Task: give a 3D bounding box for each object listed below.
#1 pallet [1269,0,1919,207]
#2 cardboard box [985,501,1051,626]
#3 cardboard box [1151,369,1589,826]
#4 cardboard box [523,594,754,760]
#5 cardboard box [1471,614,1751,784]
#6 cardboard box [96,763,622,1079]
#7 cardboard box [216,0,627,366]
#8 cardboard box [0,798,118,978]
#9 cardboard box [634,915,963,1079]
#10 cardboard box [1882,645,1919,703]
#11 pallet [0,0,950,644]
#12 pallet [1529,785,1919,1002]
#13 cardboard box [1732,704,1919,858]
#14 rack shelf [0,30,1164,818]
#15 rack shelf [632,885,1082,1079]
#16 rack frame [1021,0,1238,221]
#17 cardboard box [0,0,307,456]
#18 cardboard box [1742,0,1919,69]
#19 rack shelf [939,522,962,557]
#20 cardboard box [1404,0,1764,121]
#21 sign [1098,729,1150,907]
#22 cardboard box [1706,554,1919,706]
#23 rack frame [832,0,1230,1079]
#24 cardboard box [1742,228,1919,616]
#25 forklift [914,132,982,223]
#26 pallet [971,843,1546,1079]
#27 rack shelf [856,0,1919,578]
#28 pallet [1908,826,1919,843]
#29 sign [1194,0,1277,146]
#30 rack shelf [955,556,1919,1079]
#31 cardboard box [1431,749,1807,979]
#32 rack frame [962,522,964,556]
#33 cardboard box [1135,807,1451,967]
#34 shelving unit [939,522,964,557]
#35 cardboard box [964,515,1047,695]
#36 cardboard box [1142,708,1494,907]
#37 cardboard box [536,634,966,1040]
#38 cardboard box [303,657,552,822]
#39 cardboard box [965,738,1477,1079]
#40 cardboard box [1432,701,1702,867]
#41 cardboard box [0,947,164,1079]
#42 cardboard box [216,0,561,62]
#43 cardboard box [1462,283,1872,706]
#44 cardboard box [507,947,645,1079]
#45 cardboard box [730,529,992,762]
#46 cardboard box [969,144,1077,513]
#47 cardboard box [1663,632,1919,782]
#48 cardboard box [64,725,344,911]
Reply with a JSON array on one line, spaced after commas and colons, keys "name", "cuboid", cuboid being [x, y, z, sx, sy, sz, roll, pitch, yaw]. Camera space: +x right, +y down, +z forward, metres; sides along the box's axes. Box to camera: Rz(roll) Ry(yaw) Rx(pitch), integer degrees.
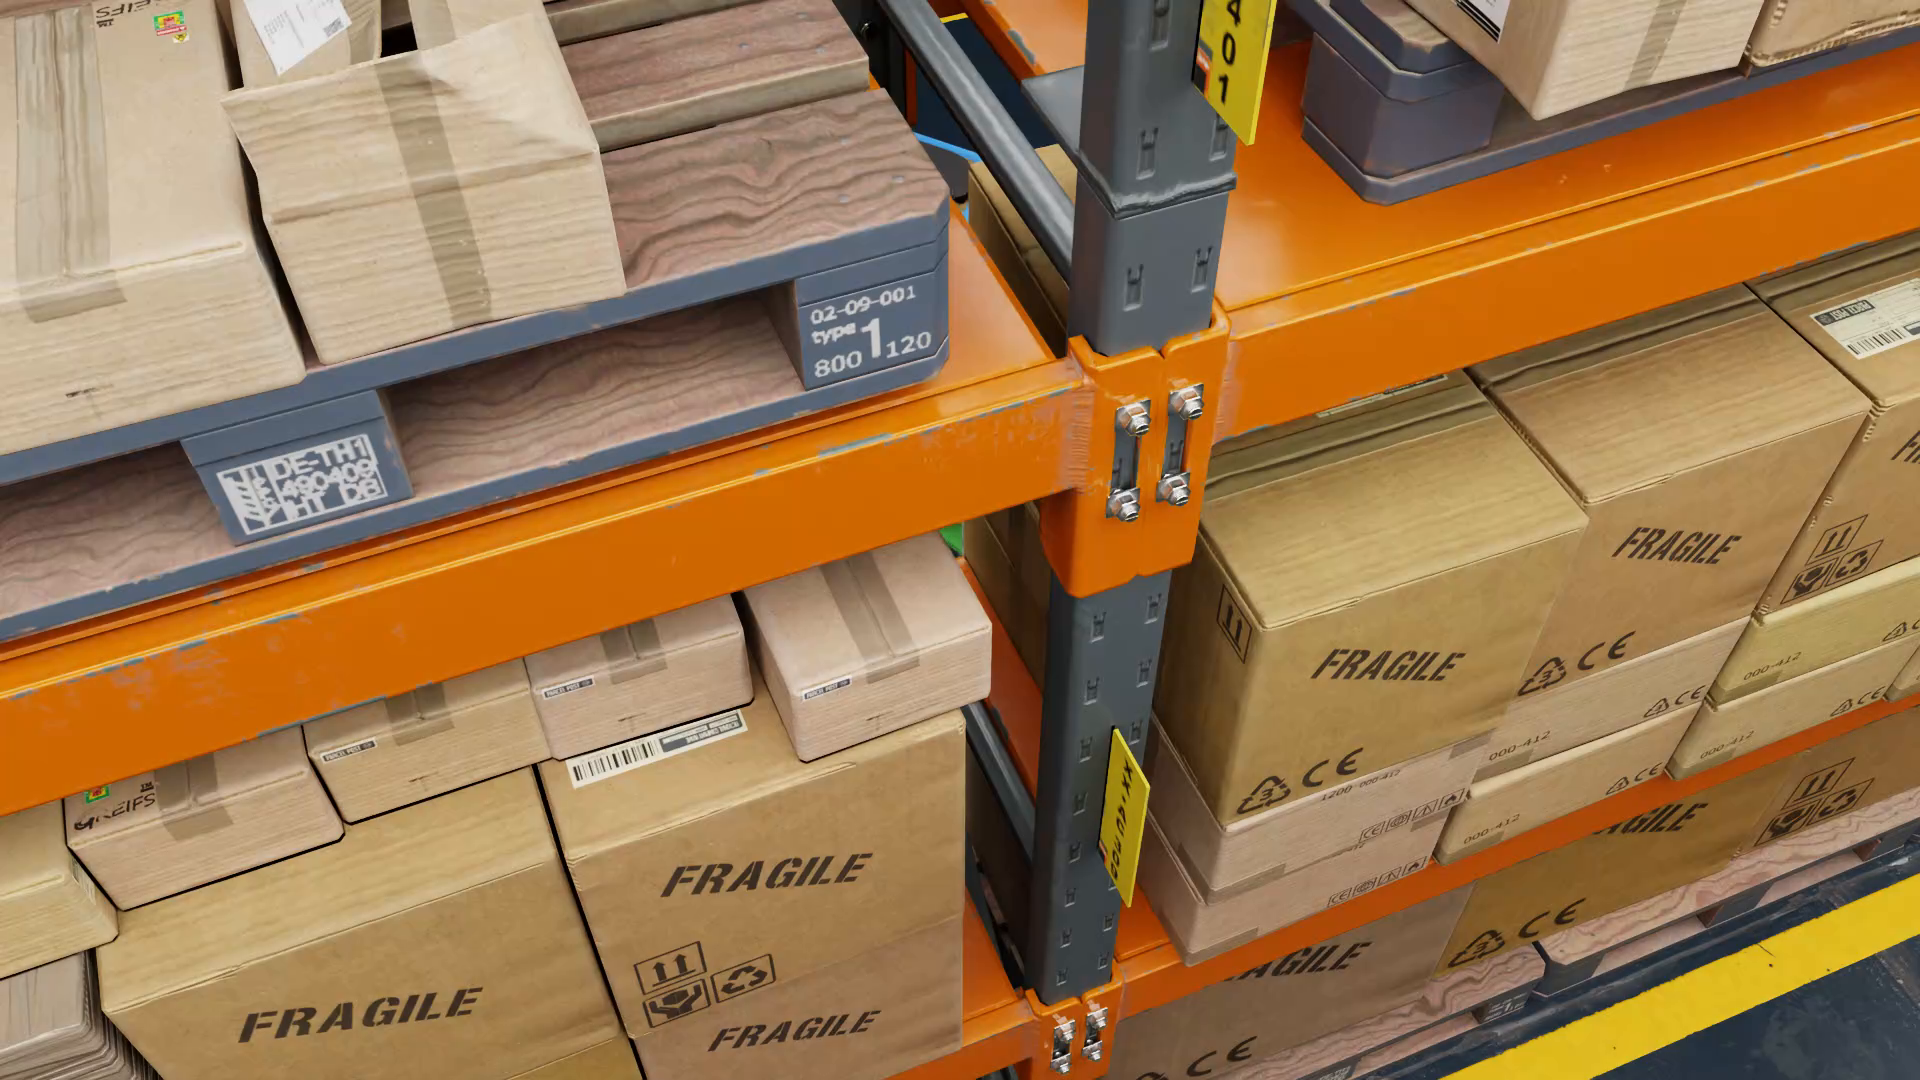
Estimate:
[{"name": "pallet", "cuboid": [0.845, -0.902, 2.197, 1.217, 0.209, 0.805, -19, 52, -16]}, {"name": "cardboard box", "cuboid": [0.331, -0.101, 3.129, 0.500, 0.250, 0.500, -17, 52, -14]}, {"name": "cardboard box", "cuboid": [0.531, 0.028, 2.524, 0.500, 0.500, 0.500, -17, 51, -14]}, {"name": "cardboard box", "cuboid": [-0.435, 0.052, 2.076, 0.250, 0.149, 0.380, -16, 51, -13]}, {"name": "cardboard box", "cuboid": [1.001, 0.099, 2.957, 0.500, 0.250, 0.500, -16, 51, -14]}, {"name": "cardboard box", "cuboid": [-0.790, 0.421, 2.186, 0.500, 0.500, 0.500, -18, 52, -15]}, {"name": "cardboard box", "cuboid": [-0.455, -0.385, 1.372, 0.258, 0.266, 0.396, -16, 51, -13]}, {"name": "cardboard box", "cuboid": [-1.115, 0.299, 1.864, 0.250, 0.149, 0.380, -18, 52, -15]}, {"name": "cardboard box", "cuboid": [-0.318, 0.590, 2.700, 0.500, 0.500, 0.500, -17, 51, -14]}, {"name": "cardboard box", "cuboid": [1.947, -0.004, 3.375, 0.500, 0.250, 0.500, -18, 52, -15]}, {"name": "pallet", "cuboid": [-0.747, -0.411, 1.707, 1.213, 0.211, 1.003, -17, 52, -14]}, {"name": "pallet", "cuboid": [1.832, 0.592, 4.603, 1.213, 0.211, 1.003, -17, 52, -14]}, {"name": "cardboard box", "cuboid": [2.220, 0.111, 4.301, 0.875, 0.875, 0.875, -17, 51, -14]}, {"name": "rack shelf", "cuboid": [-1.837, 0.141, 1.649, 4.000, 0.370, 1.077, -17, 52, -14]}, {"name": "rack shelf", "cuboid": [-1.837, 1.118, 2.787, 4.000, 0.370, 1.077, -17, 52, -14]}, {"name": "rack frame", "cuboid": [0.015, -1.644, 0.730, 0.127, 3.000, 1.000, -17, 52, -14]}, {"name": "cardboard box", "cuboid": [-0.700, -0.271, 1.351, 0.250, 0.149, 0.380, -16, 51, -13]}, {"name": "cardboard box", "cuboid": [0.940, -0.886, 1.713, 0.500, 0.500, 0.500, -18, 52, -15]}, {"name": "rack shelf", "cuboid": [0.107, -0.094, 4.941, 0.258, 0.148, 0.480, 36, 58, 27]}, {"name": "cardboard box", "cuboid": [0.610, -0.658, 1.672, 0.258, 0.266, 0.396, -18, 52, -15]}, {"name": "sign", "cuboid": [0.226, 0.392, 2.313, 0.005, 0.325, 0.100, -17, 52, -14]}, {"name": "cardboard box", "cuboid": [1.478, -0.027, 3.065, 0.500, 0.250, 0.500, -17, 51, -14]}, {"name": "rack frame", "cuboid": [0.015, 0.310, 3.006, 0.127, 3.000, 1.000, -17, 52, -14]}, {"name": "cardboard box", "cuboid": [1.457, -0.280, 2.788, 0.500, 0.500, 0.500, -18, 52, -15]}, {"name": "forklift", "cuboid": [-1.365, -1.542, 4.642, 3.031, 2.935, 1.130, 22, 53, 18]}, {"name": "pallet", "cuboid": [0.701, 0.945, 4.300, 1.213, 0.211, 1.003, -17, 52, -14]}, {"name": "rack shelf", "cuboid": [1.866, -1.006, 2.634, 4.000, 0.370, 1.077, -17, 52, -14]}, {"name": "pallet", "cuboid": [2.959, 0.245, 4.901, 1.213, 0.211, 1.003, -17, 52, -14]}, {"name": "sign", "cuboid": [0.226, -0.472, 1.308, 0.005, 0.325, 0.100, -17, 52, -14]}, {"name": "rack shelf", "cuboid": [1.866, -0.029, 3.772, 4.000, 0.370, 1.077, -17, 52, -14]}, {"name": "cardboard box", "cuboid": [1.392, 0.367, 4.081, 0.875, 0.875, 0.875, -16, 51, -13]}, {"name": "rack frame", "cuboid": [-0.062, -0.159, 4.596, 0.240, 1.200, 0.015, 36, 58, 27]}, {"name": "cardboard box", "cuboid": [0.522, 0.418, 3.012, 0.500, 0.250, 0.500, -18, 52, -15]}, {"name": "shelving unit", "cuboid": [0.107, -0.292, 4.710, 0.258, 1.200, 0.503, 36, 58, 27]}, {"name": "cardboard box", "cuboid": [0.335, 0.053, 3.326, 0.500, 0.250, 0.500, -18, 52, -15]}, {"name": "cardboard box", "cuboid": [0.529, 0.268, 2.812, 0.500, 0.250, 0.500, -19, 52, -15]}, {"name": "cardboard box", "cuboid": [-0.318, 0.281, 2.306, 0.500, 0.500, 0.500, -18, 52, -15]}, {"name": "cardboard box", "cuboid": [-0.670, 0.117, 2.020, 0.250, 0.149, 0.380, -17, 51, -14]}, {"name": "cardboard box", "cuboid": [0.559, 0.632, 3.854, 0.875, 0.875, 0.875, -16, 51, -13]}, {"name": "cardboard box", "cuboid": [1.000, 0.269, 3.141, 0.500, 0.250, 0.500, -18, 52, -15]}, {"name": "cardboard box", "cuboid": [-1.258, 0.574, 2.055, 0.500, 0.500, 0.500, -17, 51, -14]}, {"name": "cardboard box", "cuboid": [-0.609, -0.848, 1.615, 0.500, 0.500, 0.500, -16, 51, -14]}, {"name": "cardboard box", "cuboid": [0.991, -0.138, 2.666, 0.500, 0.500, 0.500, -17, 52, -14]}, {"name": "cardboard box", "cuboid": [-0.792, 0.742, 2.570, 0.500, 0.500, 0.500, -18, 52, -15]}, {"name": "cardboard box", "cuboid": [-0.150, 0.052, 2.075, 0.250, 0.149, 0.380, -18, 52, -15]}, {"name": "cardboard box", "cuboid": [0.333, -0.353, 2.851, 0.500, 0.500, 0.500, -16, 51, -13]}, {"name": "cardboard box", "cuboid": [1.481, 0.133, 3.257, 0.500, 0.250, 0.500, -18, 52, -15]}, {"name": "cardboard box", "cuboid": [-0.897, 0.202, 1.947, 0.250, 0.149, 0.380, -18, 52, -15]}]
